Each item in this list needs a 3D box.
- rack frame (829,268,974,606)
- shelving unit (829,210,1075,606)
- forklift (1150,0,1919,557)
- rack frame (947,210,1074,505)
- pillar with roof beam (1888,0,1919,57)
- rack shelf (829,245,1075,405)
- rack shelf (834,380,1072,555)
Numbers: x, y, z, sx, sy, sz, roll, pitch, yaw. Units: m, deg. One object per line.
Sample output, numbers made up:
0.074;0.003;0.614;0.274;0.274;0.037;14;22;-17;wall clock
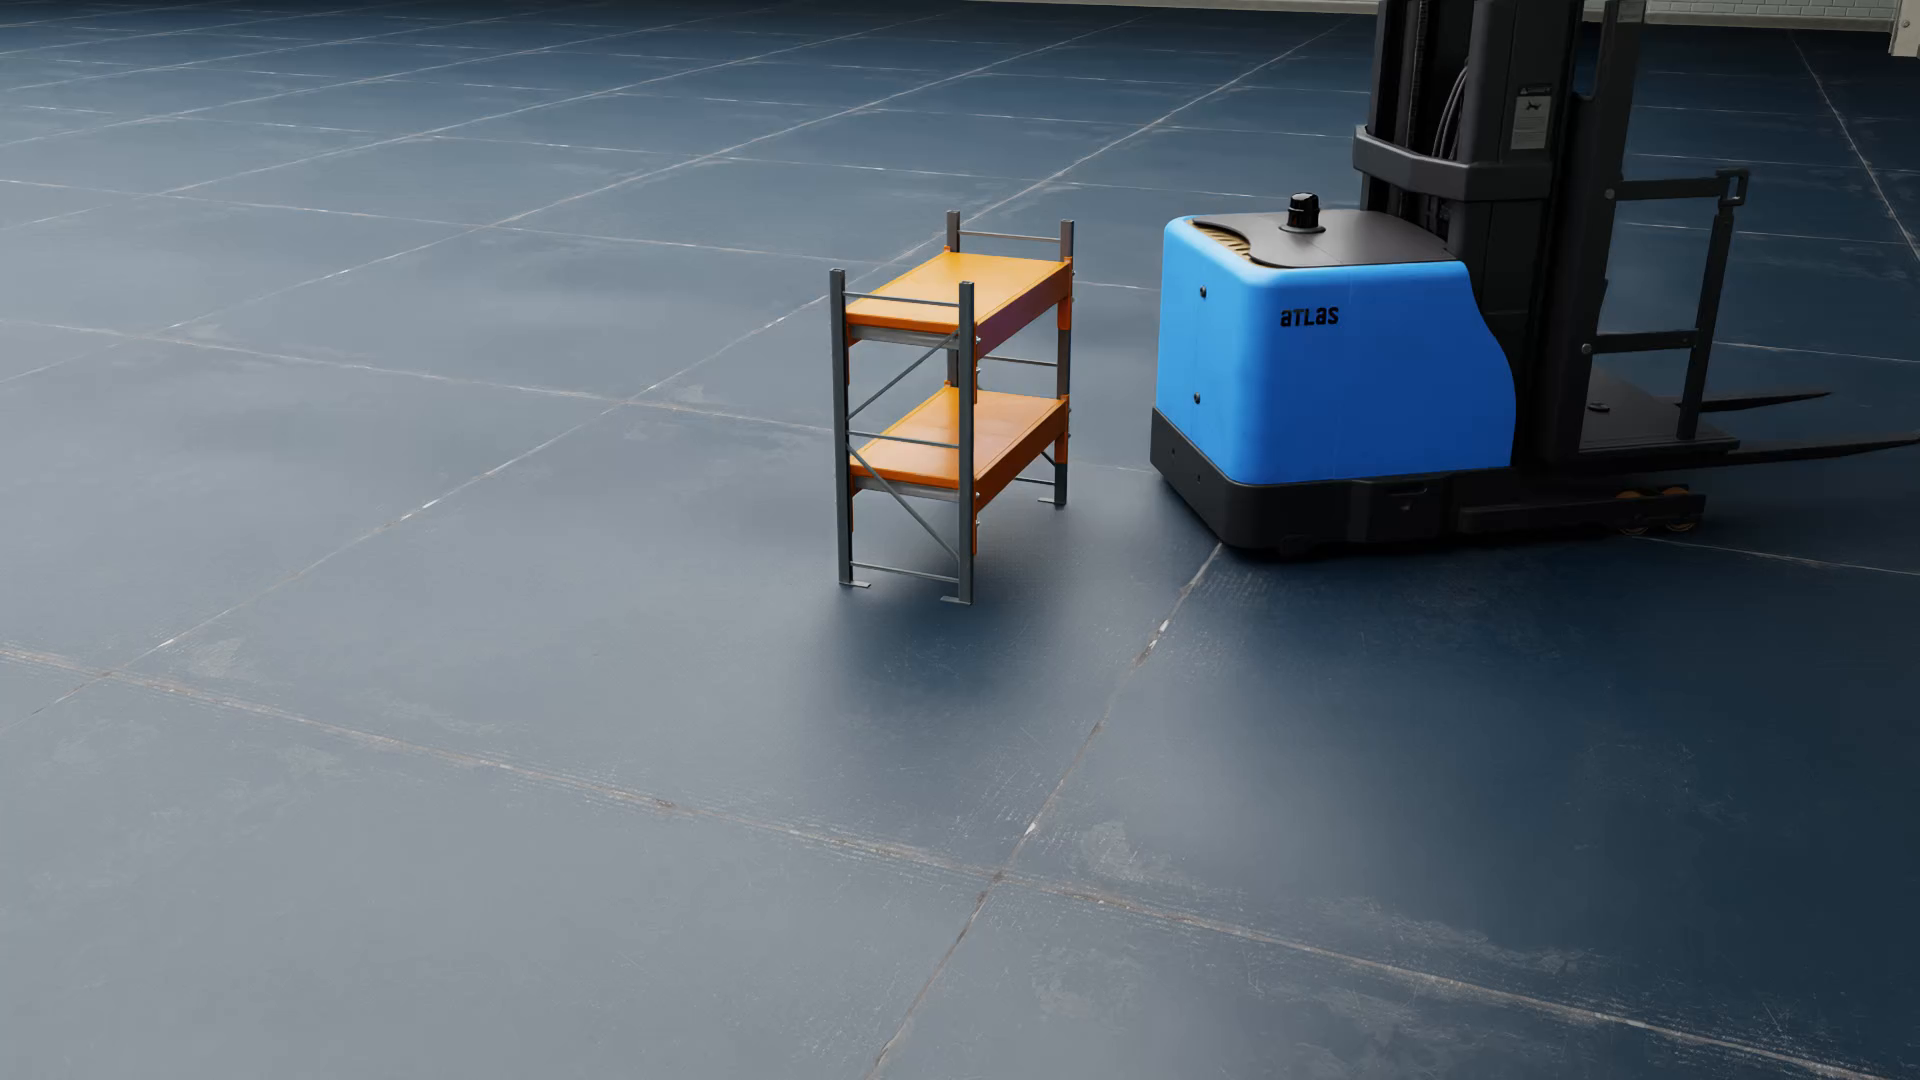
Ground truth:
-0.191;-0.335;5.592;0.500;1.125;0.032;9;24;20;rack frame
-0.003;-0.517;6.027;0.538;1.125;1.048;9;24;20;shelving unit
2.351;-1.563;6.189;3.031;2.935;1.130;-5;23;-11;forklift
0.186;-0.699;6.463;0.500;1.125;0.032;9;24;20;rack frame
7.784;-10.829;20.500;9.100;9.000;0.400;9;24;20;pillar with roof beam
-0.003;-0.787;5.915;0.538;0.278;1.000;9;24;20;rack shelf
-0.003;-0.291;6.122;0.538;0.278;1.000;9;24;20;rack shelf
